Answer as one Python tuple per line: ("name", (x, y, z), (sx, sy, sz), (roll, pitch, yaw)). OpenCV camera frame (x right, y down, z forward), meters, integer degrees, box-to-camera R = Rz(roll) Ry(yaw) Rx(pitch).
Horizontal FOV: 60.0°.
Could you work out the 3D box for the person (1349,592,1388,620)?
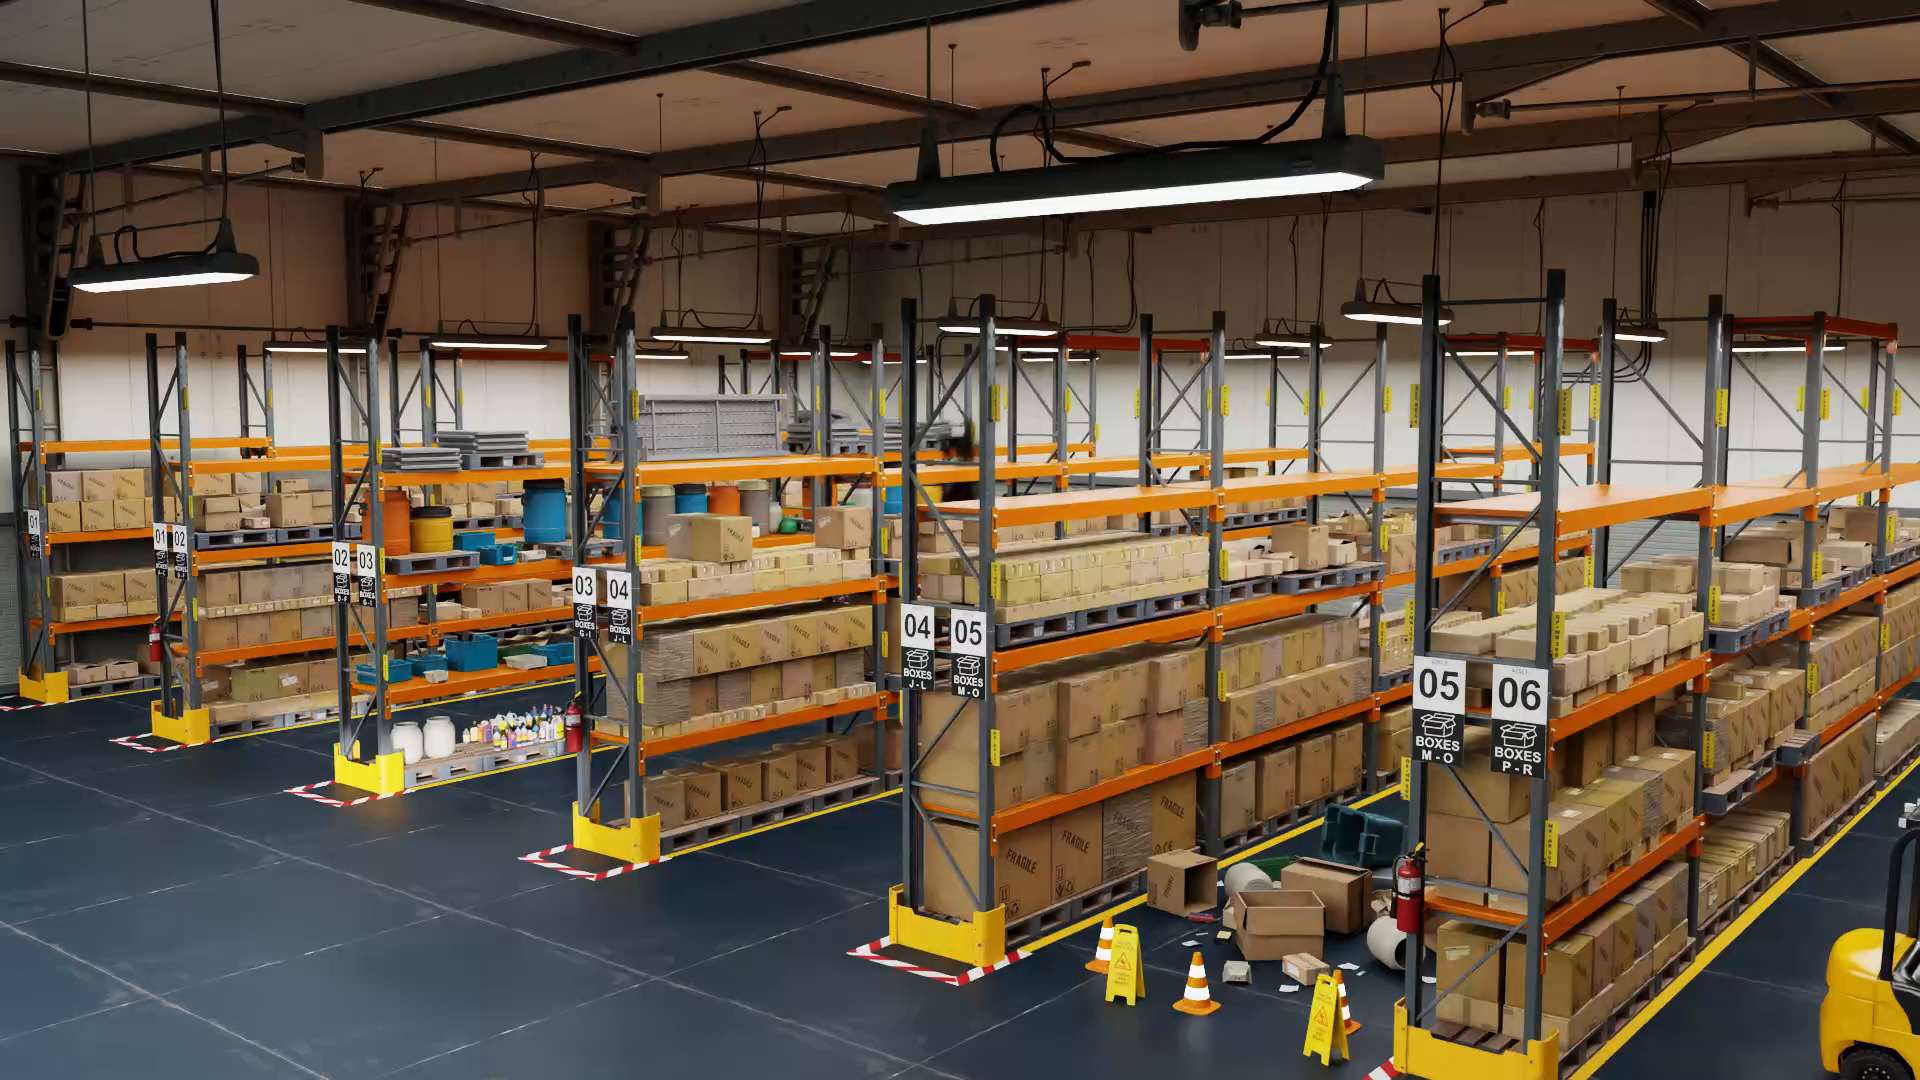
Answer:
("person", (7.232, 1.659, 29.523), (0.687, 1.770, 0.873), (2, 5, 16))
